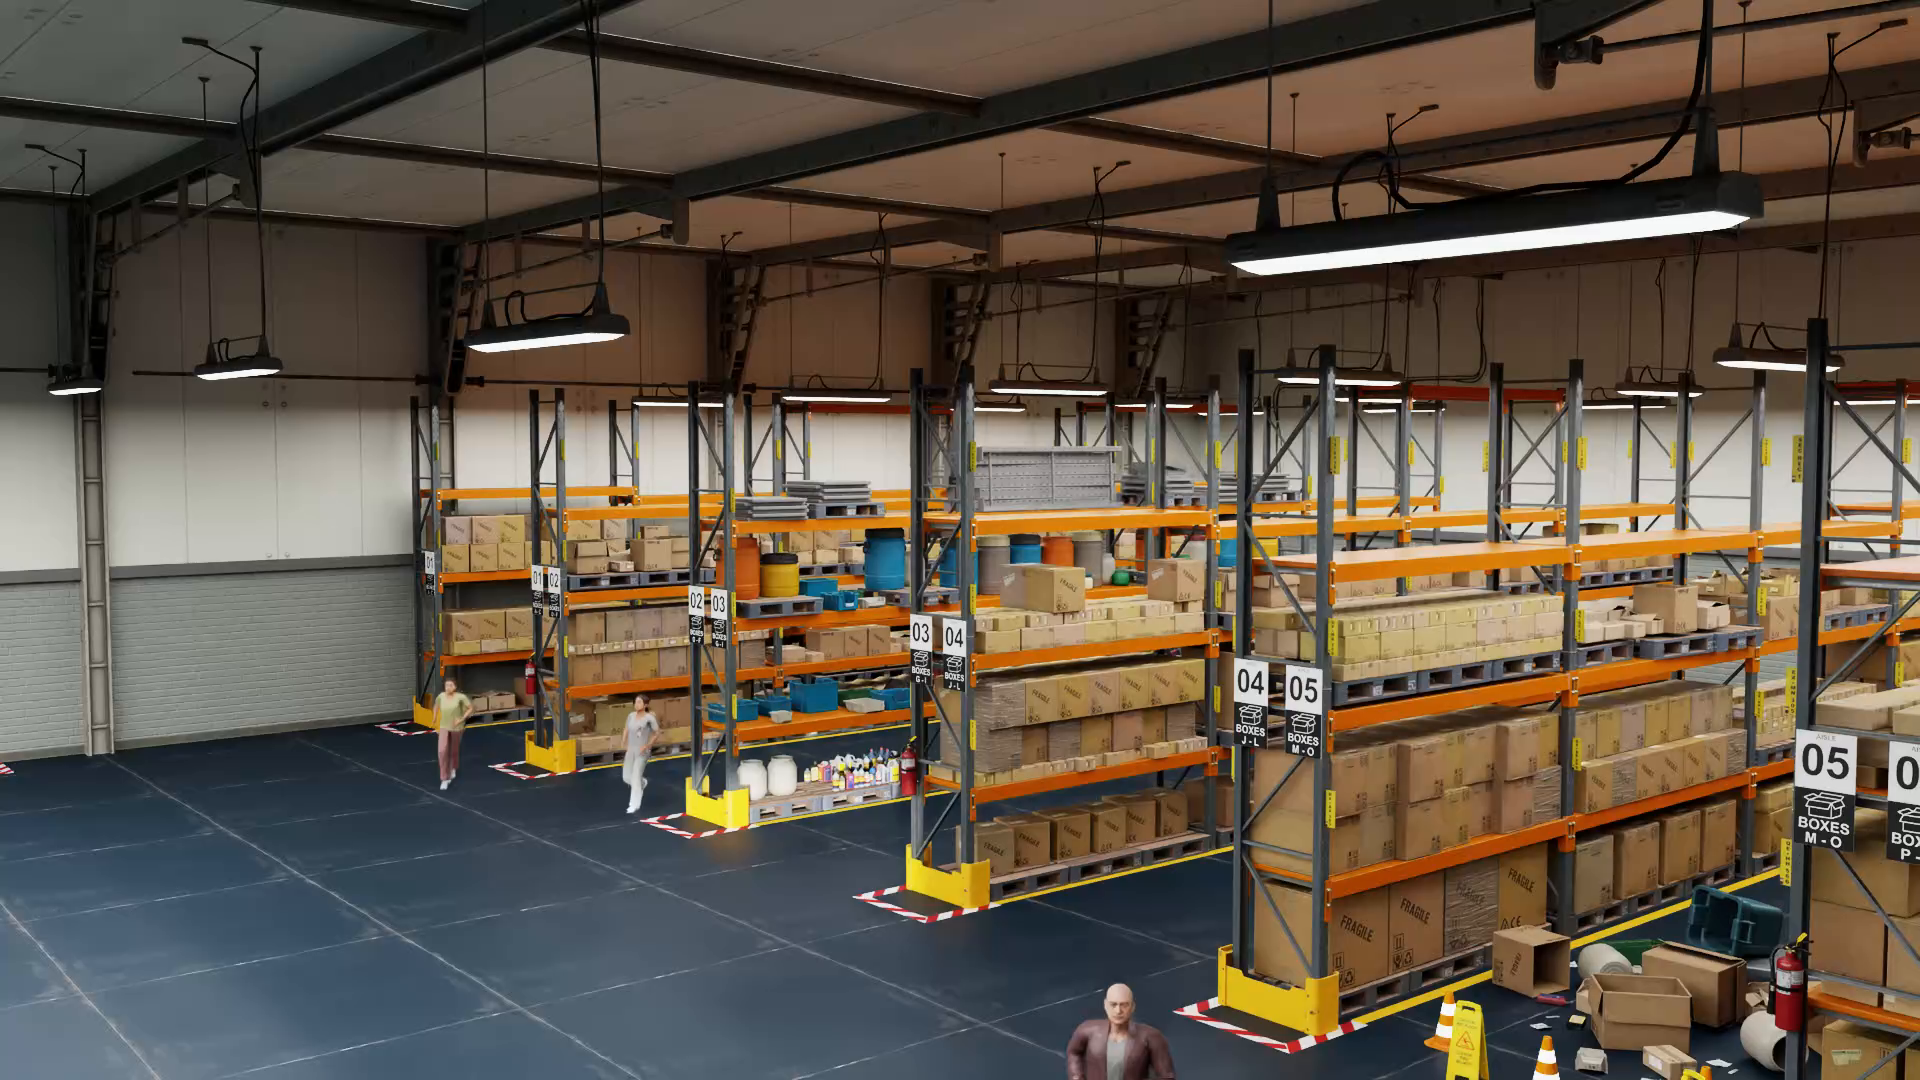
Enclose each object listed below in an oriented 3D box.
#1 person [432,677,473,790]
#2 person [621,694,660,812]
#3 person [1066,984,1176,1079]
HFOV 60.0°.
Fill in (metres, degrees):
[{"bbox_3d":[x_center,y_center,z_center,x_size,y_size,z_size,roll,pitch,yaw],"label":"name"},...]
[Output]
[{"bbox_3d":[-7.643,2.872,25.136,0.597,1.678,0.895,0,3,-2],"label":"person"},{"bbox_3d":[-4.477,2.987,23.423,0.572,1.655,0.593,1,4,21],"label":"person"},{"bbox_3d":[1.004,3.650,10.472,0.709,1.756,0.955,1,3,9],"label":"person"}]
